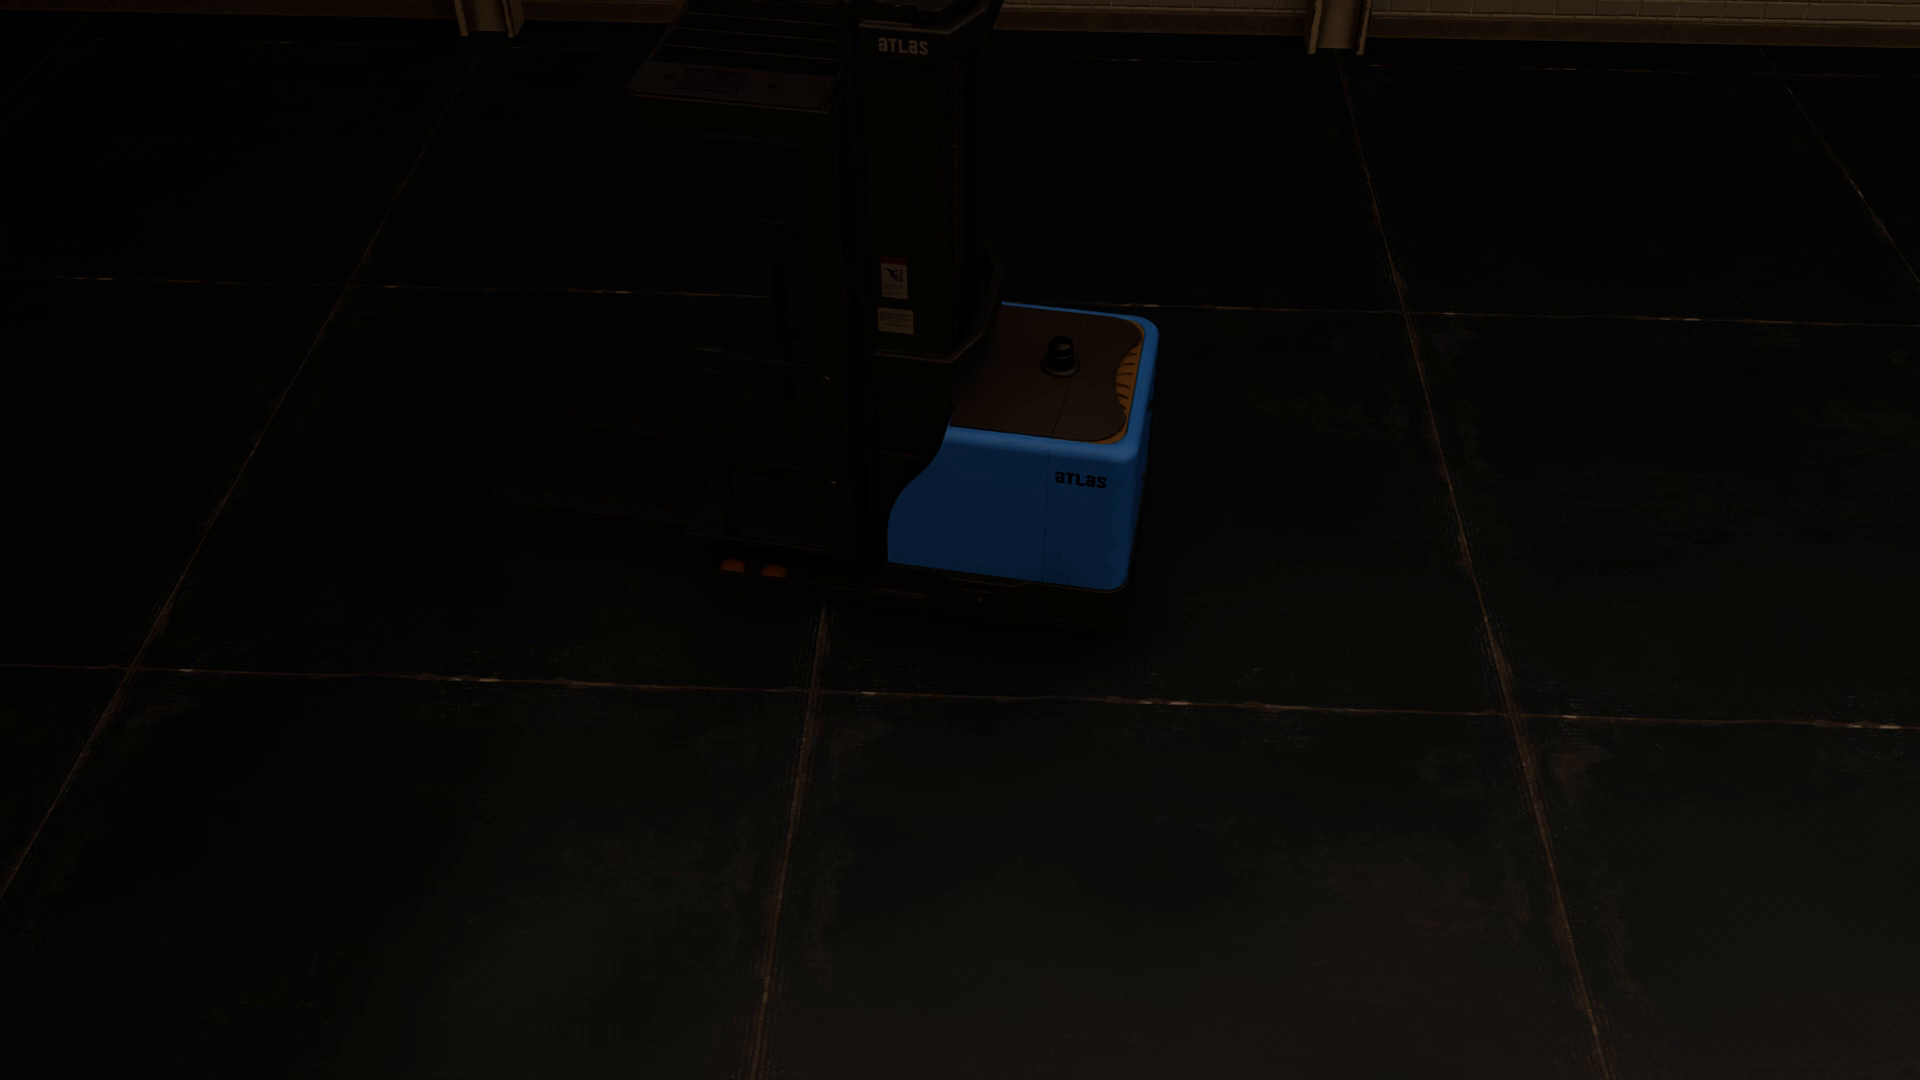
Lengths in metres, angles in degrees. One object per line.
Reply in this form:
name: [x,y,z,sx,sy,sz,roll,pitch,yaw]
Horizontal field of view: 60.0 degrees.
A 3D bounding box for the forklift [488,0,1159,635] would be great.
forklift: [-0.669,-1.150,7.002,3.031,2.935,1.130,7,43,8]
